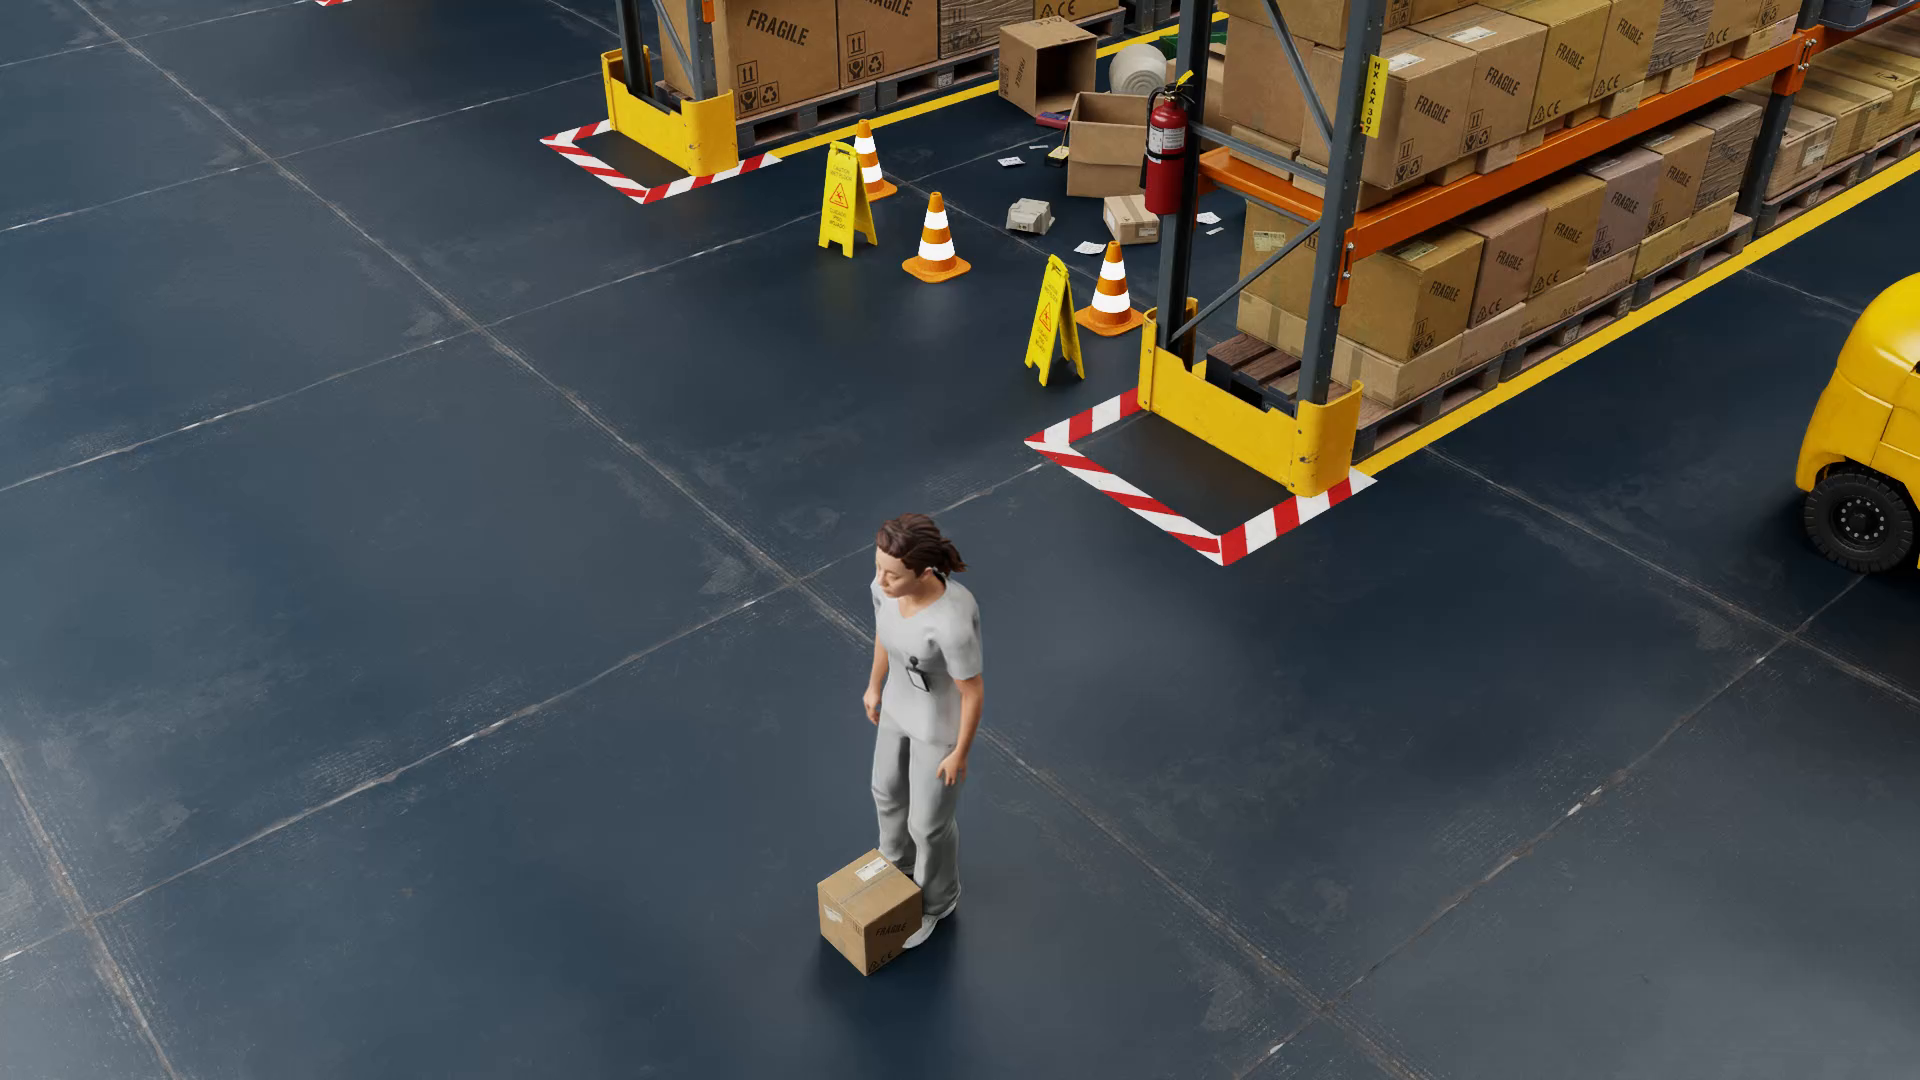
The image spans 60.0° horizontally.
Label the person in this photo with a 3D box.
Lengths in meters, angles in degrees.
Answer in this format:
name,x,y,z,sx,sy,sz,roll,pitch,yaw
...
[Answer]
name,x,y,z,sx,sy,sz,roll,pitch,yaw
person,-0.141,0.594,5.332,0.404,1.673,0.490,-27,44,-32
